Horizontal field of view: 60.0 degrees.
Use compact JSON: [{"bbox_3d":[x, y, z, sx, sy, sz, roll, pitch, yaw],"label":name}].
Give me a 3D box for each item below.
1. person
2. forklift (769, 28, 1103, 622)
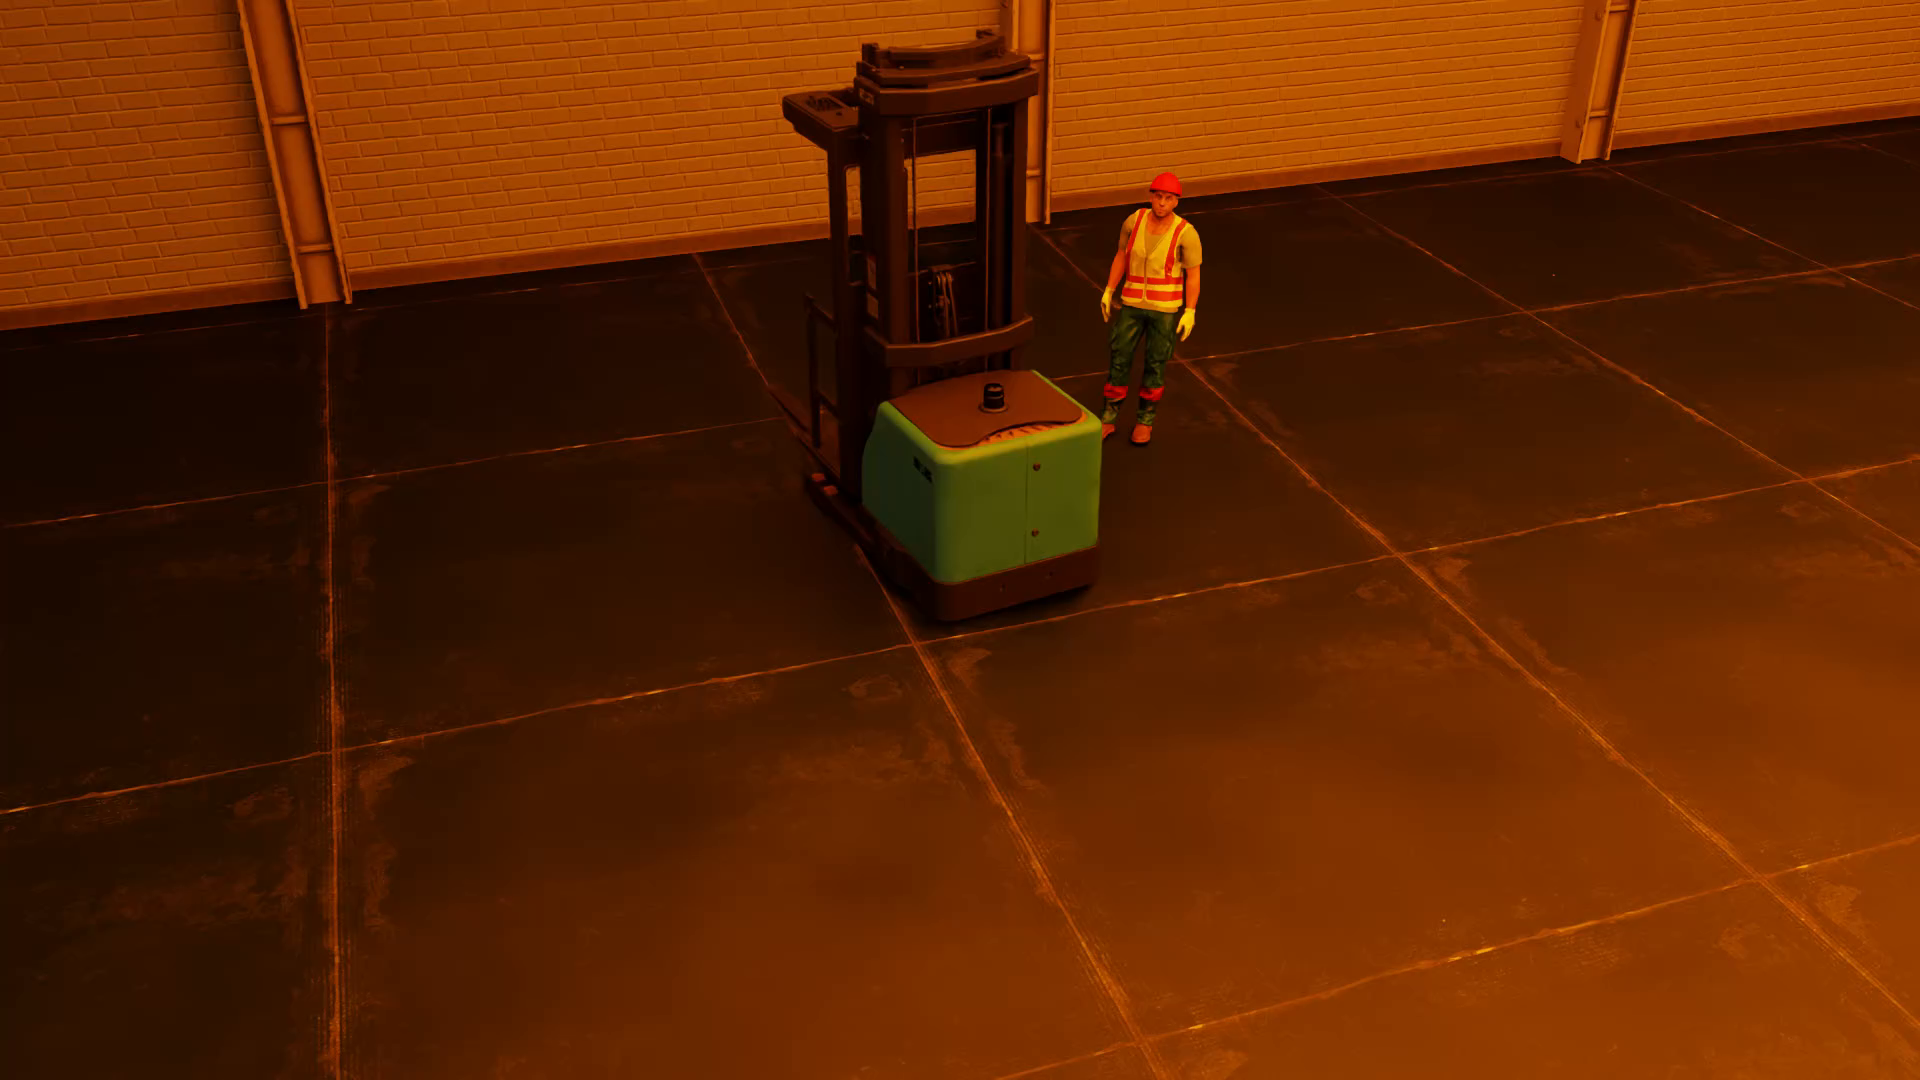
[{"bbox_3d":[1.202,-1.482,10.794,0.639,1.788,0.561,13,32,22],"label":"person"},{"bbox_3d":[-0.327,-1.533,9.752,1.130,2.935,3.031,-14,33,-23],"label":"forklift"}]
